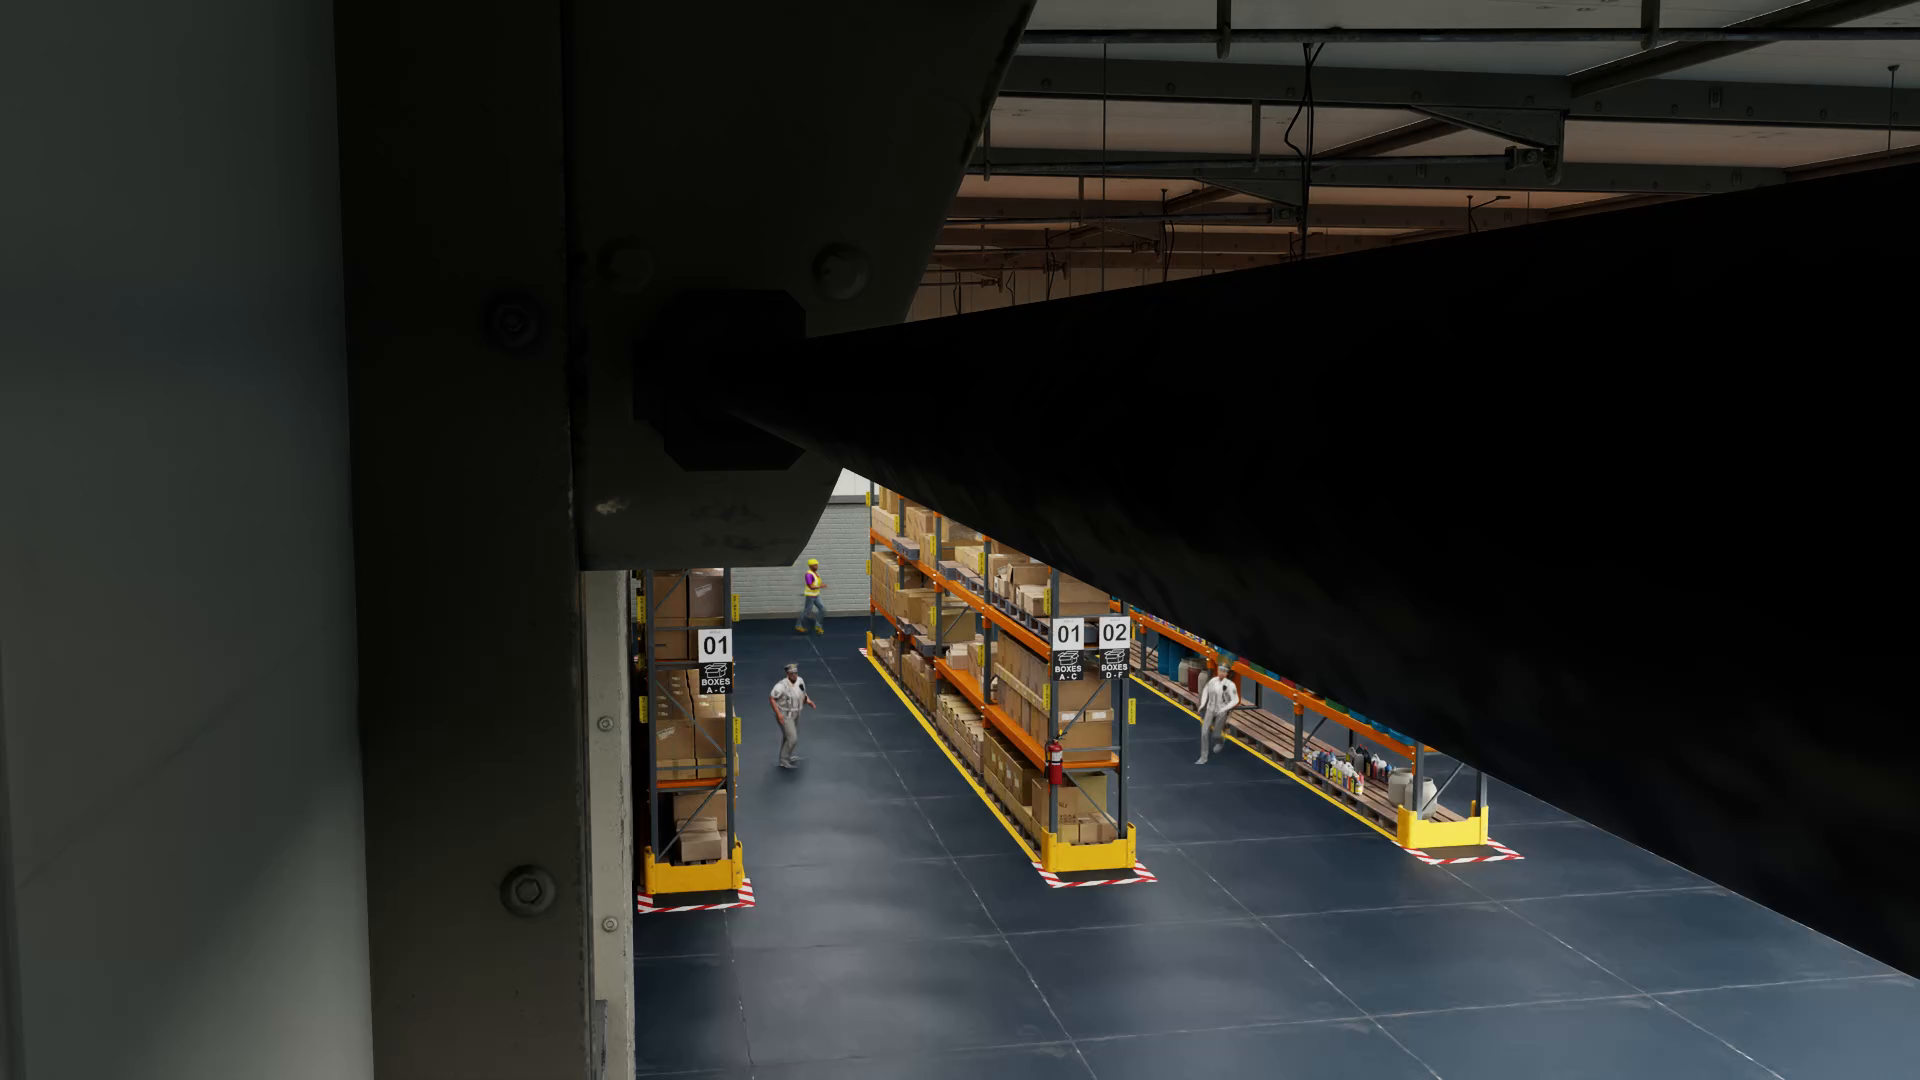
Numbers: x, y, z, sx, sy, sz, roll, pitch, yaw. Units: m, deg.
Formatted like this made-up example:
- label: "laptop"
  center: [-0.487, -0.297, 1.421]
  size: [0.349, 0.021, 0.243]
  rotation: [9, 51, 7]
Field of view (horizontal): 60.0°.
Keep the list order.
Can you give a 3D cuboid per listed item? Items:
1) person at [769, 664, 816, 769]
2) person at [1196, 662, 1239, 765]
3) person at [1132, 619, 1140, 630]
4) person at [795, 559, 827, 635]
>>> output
- label: "person"
  center: [-2.658, 2.770, 26.308]
  size: [0.815, 1.712, 0.666]
  rotation: [3, 7, 29]
- label: "person"
  center: [4.133, 2.749, 26.553]
  size: [0.651, 1.642, 0.696]
  rotation: [3, 7, 29]
- label: "person"
  center: [4.501, 1.313, 40.204]
  size: [0.750, 1.685, 0.898]
  rotation: [5, 7, 37]
- label: "person"
  center: [-3.492, 1.334, 39.307]
  size: [0.845, 1.788, 0.683]
  rotation: [2, 6, 16]
